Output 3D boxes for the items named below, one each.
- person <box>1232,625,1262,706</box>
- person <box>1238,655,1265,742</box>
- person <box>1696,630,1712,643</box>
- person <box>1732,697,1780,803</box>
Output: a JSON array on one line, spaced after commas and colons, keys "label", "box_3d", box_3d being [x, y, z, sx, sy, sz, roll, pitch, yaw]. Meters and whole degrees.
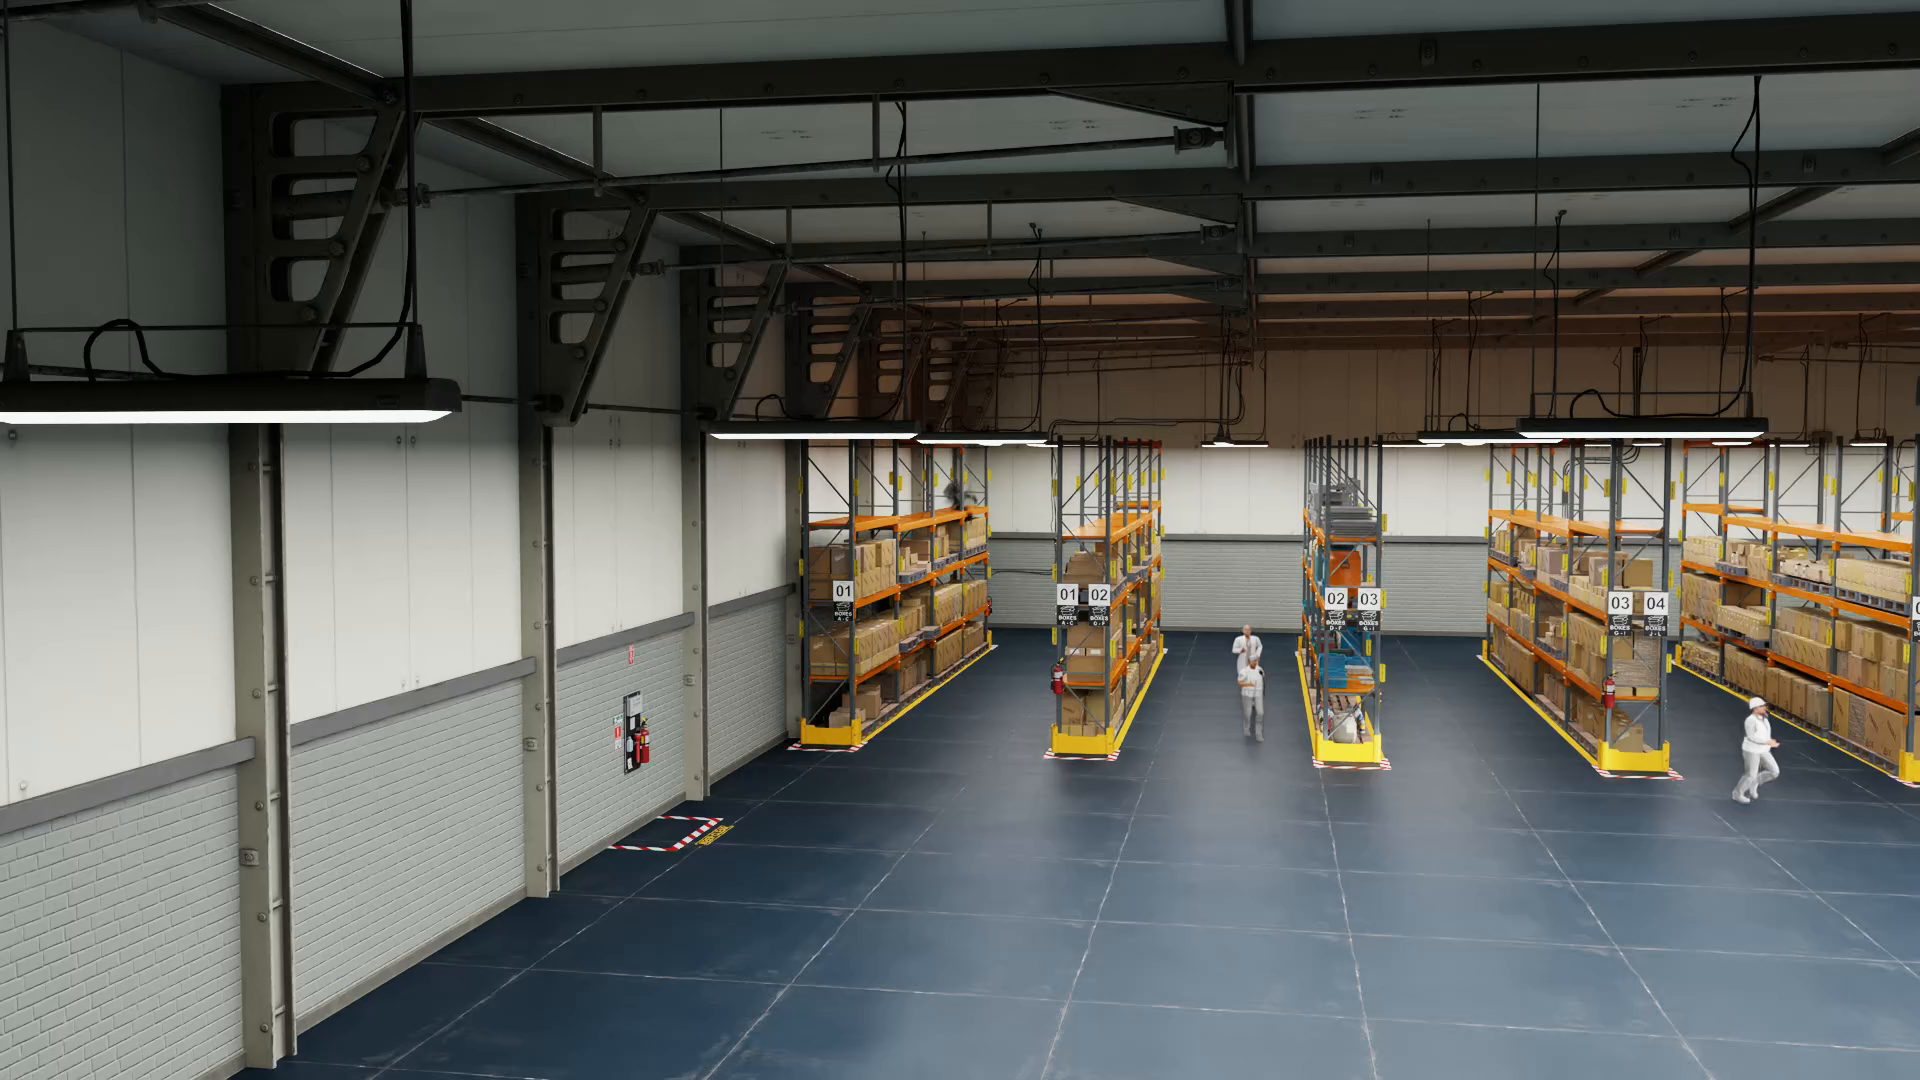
[{"label": "person", "box_3d": [6.461, 2.826, 37.337, 0.684, 1.828, 0.766, 0, 3, 4]}, {"label": "person", "box_3d": [5.769, 3.119, 32.889, 0.590, 1.726, 0.759, 0, 3, -1]}, {"label": "person", "box_3d": [20.467, 2.418, 45.558, 0.638, 1.635, 0.597, 3, 4, 39]}, {"label": "person", "box_3d": [12.889, 3.394, 26.831, 0.678, 1.727, 0.755, -2, 4, -34]}]
